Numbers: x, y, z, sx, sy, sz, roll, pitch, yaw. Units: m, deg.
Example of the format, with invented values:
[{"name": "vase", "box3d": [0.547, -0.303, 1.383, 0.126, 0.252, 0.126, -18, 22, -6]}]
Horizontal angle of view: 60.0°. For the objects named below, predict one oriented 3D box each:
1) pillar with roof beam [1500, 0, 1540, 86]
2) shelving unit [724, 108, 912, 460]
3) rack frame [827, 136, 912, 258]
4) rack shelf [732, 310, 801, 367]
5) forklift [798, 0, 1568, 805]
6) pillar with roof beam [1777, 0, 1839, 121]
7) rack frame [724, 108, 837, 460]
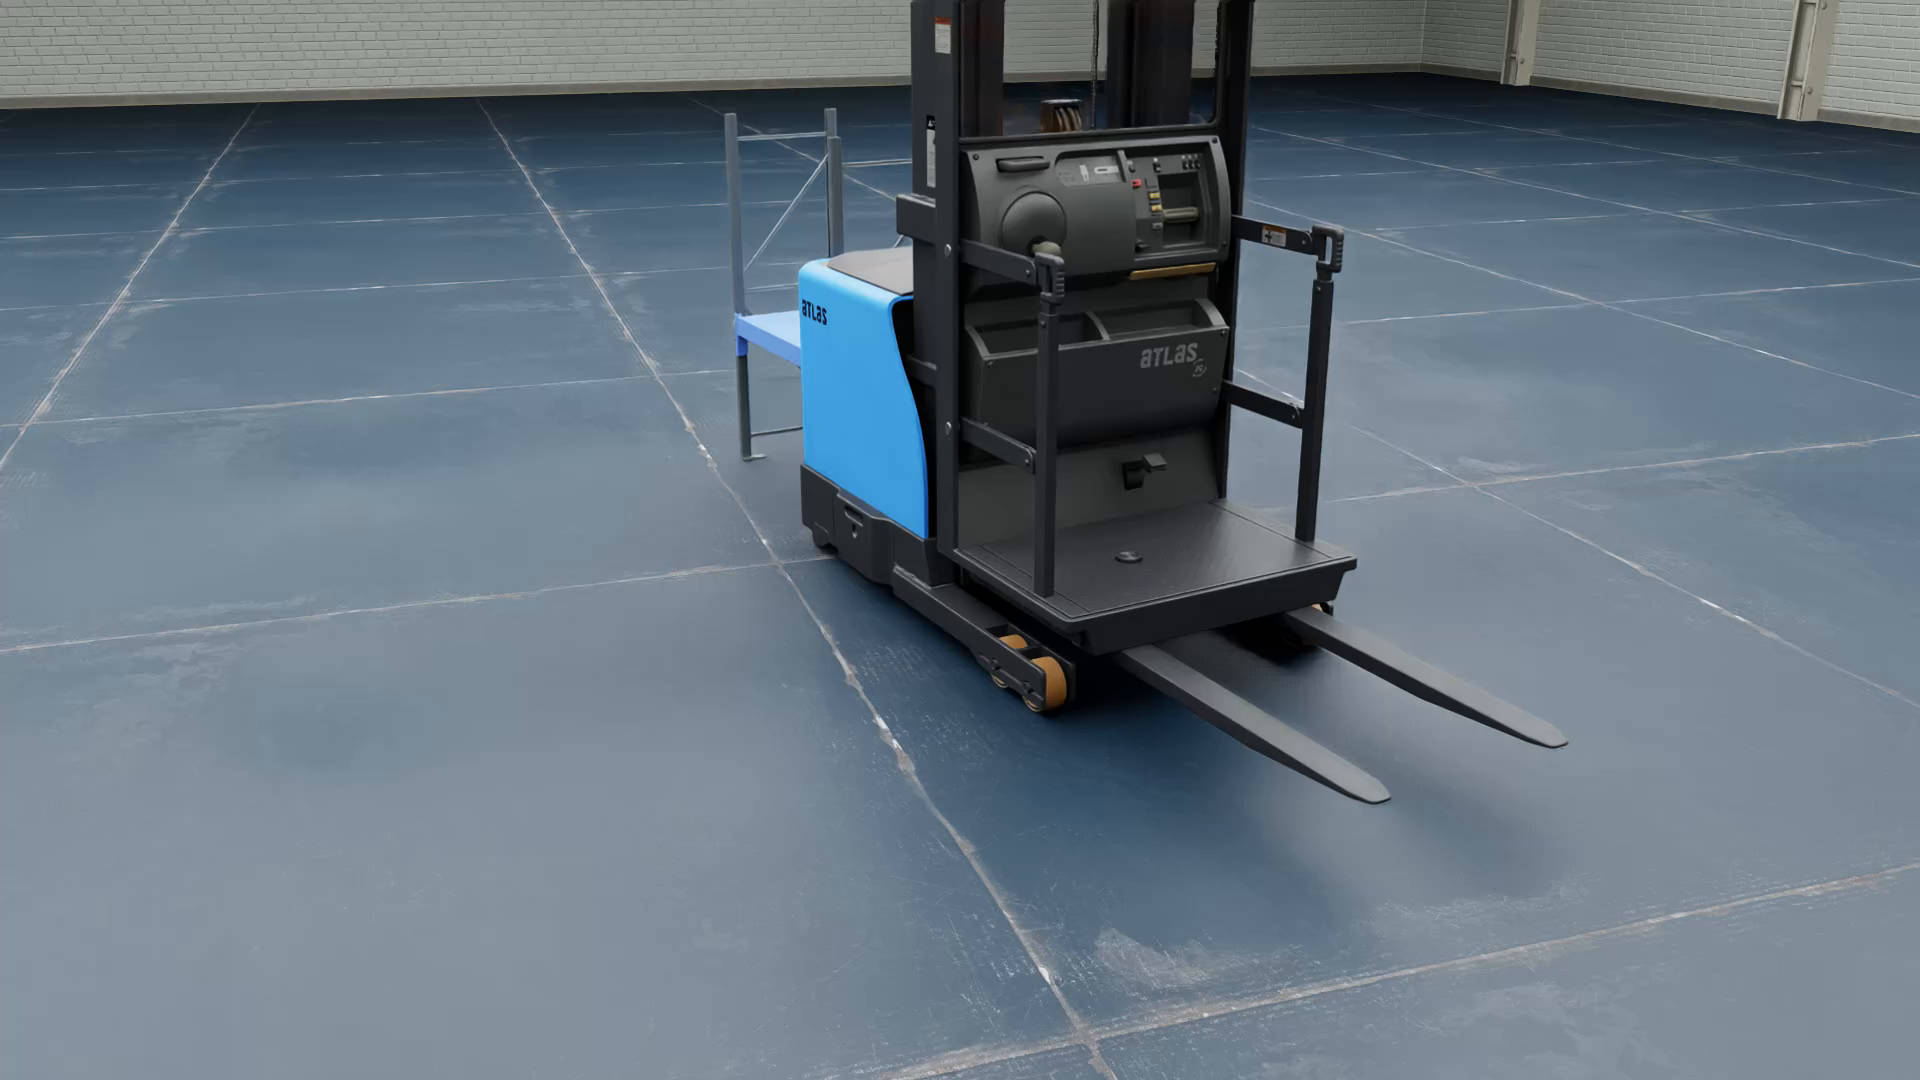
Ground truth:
[{"name": "pillar with roof beam", "box3d": [4.947, -11.186, 24.248, 9.100, 9.000, 0.400, -6, 21, -17]}, {"name": "shelving unit", "box3d": [-0.508, -0.956, 6.858, 0.538, 1.500, 1.048, -11, 22, -27]}, {"name": "rack frame", "box3d": [-0.260, -0.806, 6.440, 0.500, 1.500, 0.032, -11, 22, -27]}, {"name": "rack shelf", "box3d": [-0.508, -0.786, 6.919, 0.538, 0.185, 1.000, -11, 22, -27]}, {"name": "forklift", "box3d": [0.549, -1.039, 4.973, 1.130, 2.935, 3.031, -11, 22, -27]}, {"name": "pillar with roof beam", "box3d": [6.832, -9.261, 18.888, 9.100, 9.000, 0.400, -6, 21, -17]}, {"name": "rack frame", "box3d": [-0.756, -1.106, 7.276, 0.500, 1.500, 0.032, -11, 22, -27]}]
